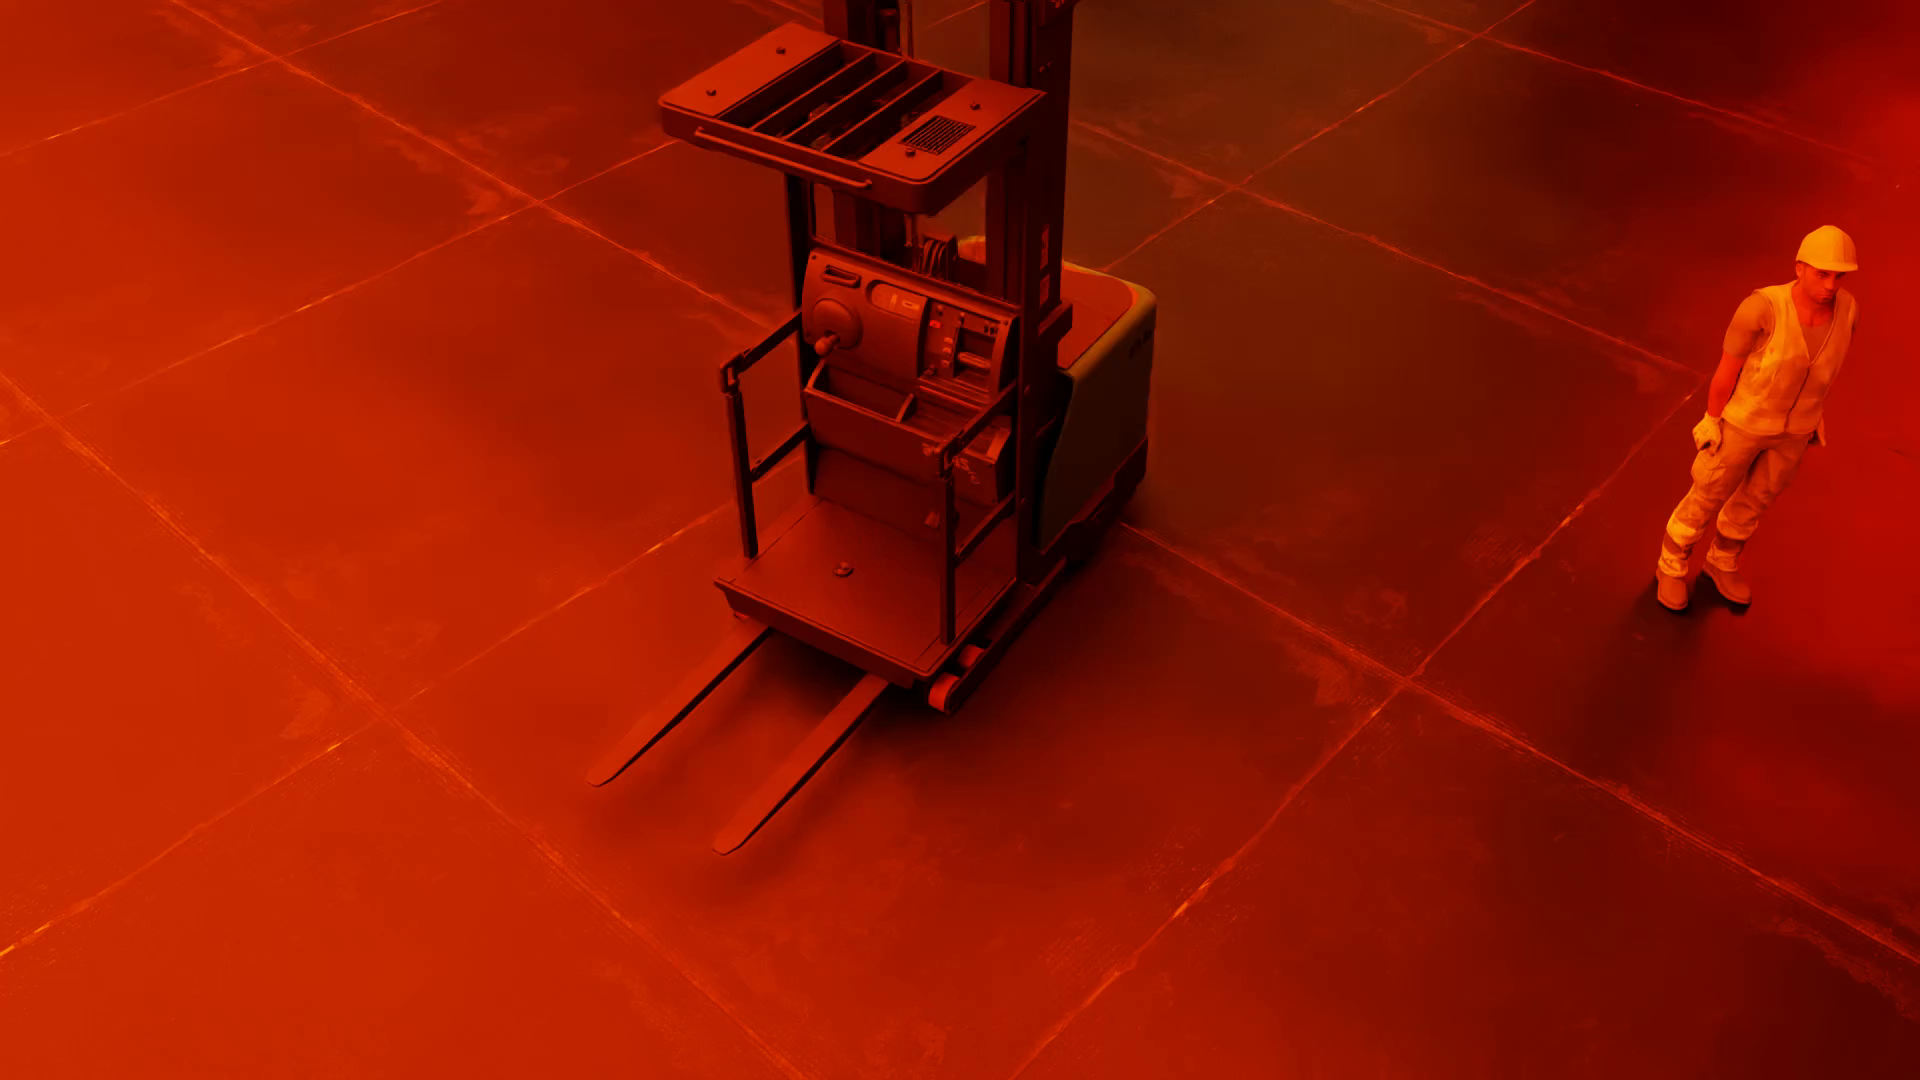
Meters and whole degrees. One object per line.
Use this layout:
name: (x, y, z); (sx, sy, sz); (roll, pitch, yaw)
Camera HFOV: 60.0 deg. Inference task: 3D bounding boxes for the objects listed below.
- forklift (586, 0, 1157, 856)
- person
forklift: (-0.327, -0.753, 6.306); (1.130, 2.935, 3.031); (22, 45, 24)
person: (3.321, -0.474, 6.856); (0.546, 1.795, 0.352); (-3, 41, -3)
